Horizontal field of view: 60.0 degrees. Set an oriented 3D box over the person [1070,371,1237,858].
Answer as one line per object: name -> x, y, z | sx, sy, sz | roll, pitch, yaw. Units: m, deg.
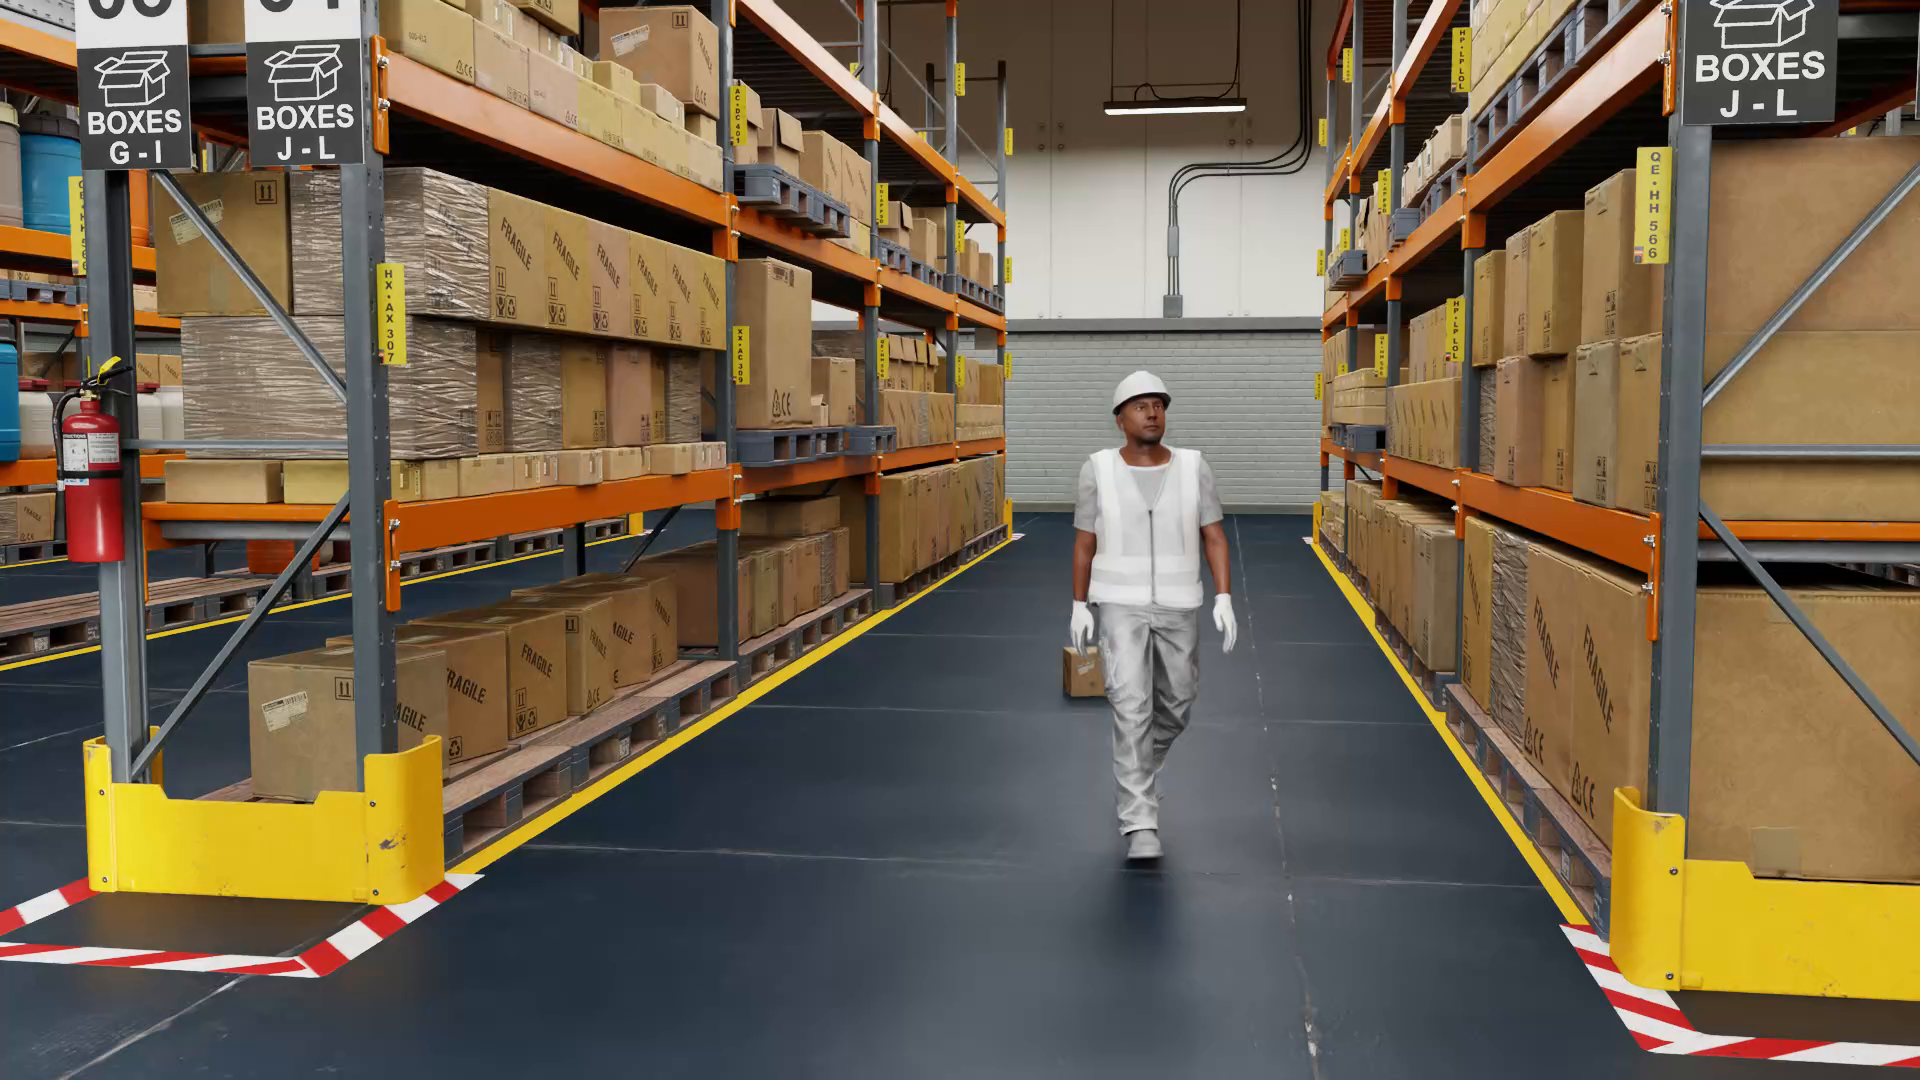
person -> 0.718, 0.248, 6.222 | 0.587, 1.754, 0.972 | 0, 4, -5
